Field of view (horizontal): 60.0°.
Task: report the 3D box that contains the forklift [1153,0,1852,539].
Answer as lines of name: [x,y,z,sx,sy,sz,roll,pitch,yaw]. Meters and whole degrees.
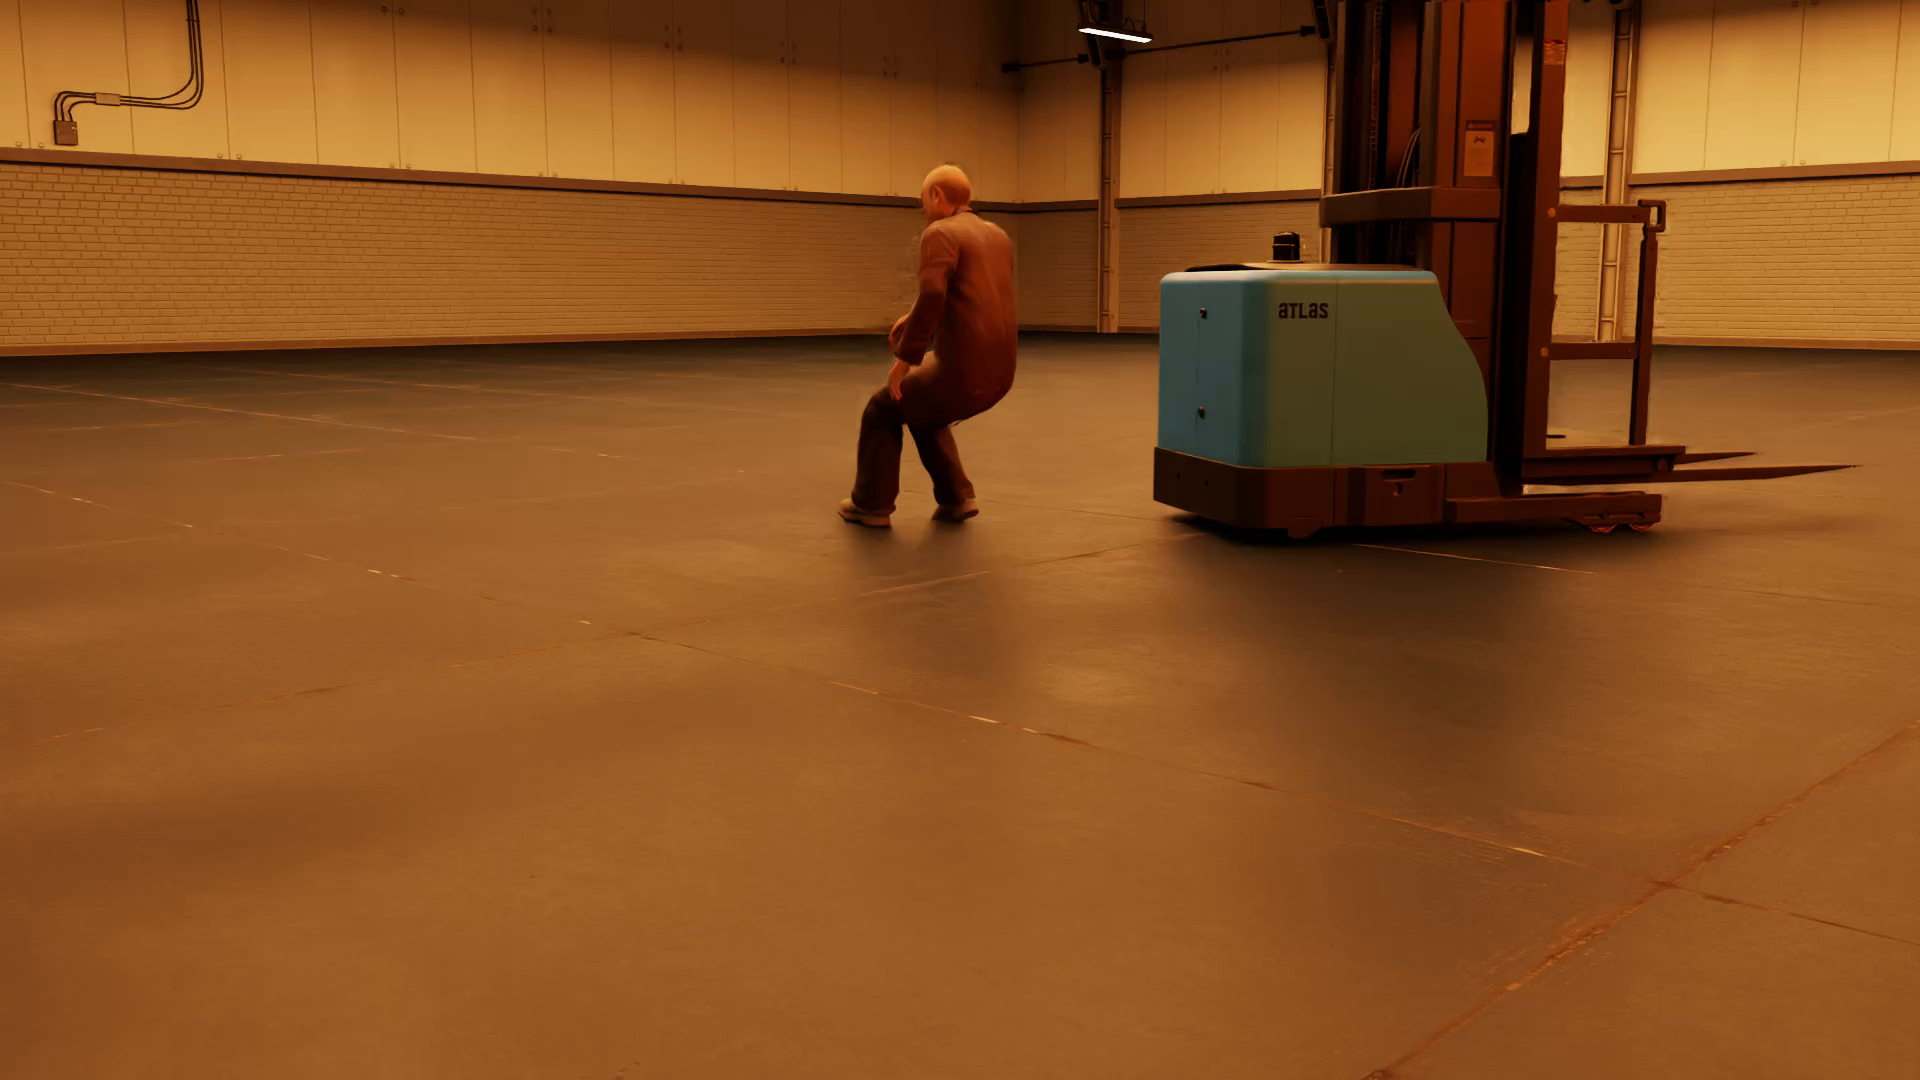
forklift: [2.437,-1.550,7.166,3.031,2.935,1.130,-2,9,-15]

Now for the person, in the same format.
person: [-0.201,-0.748,6.900,0.947,1.565,0.833,5,10,31]
